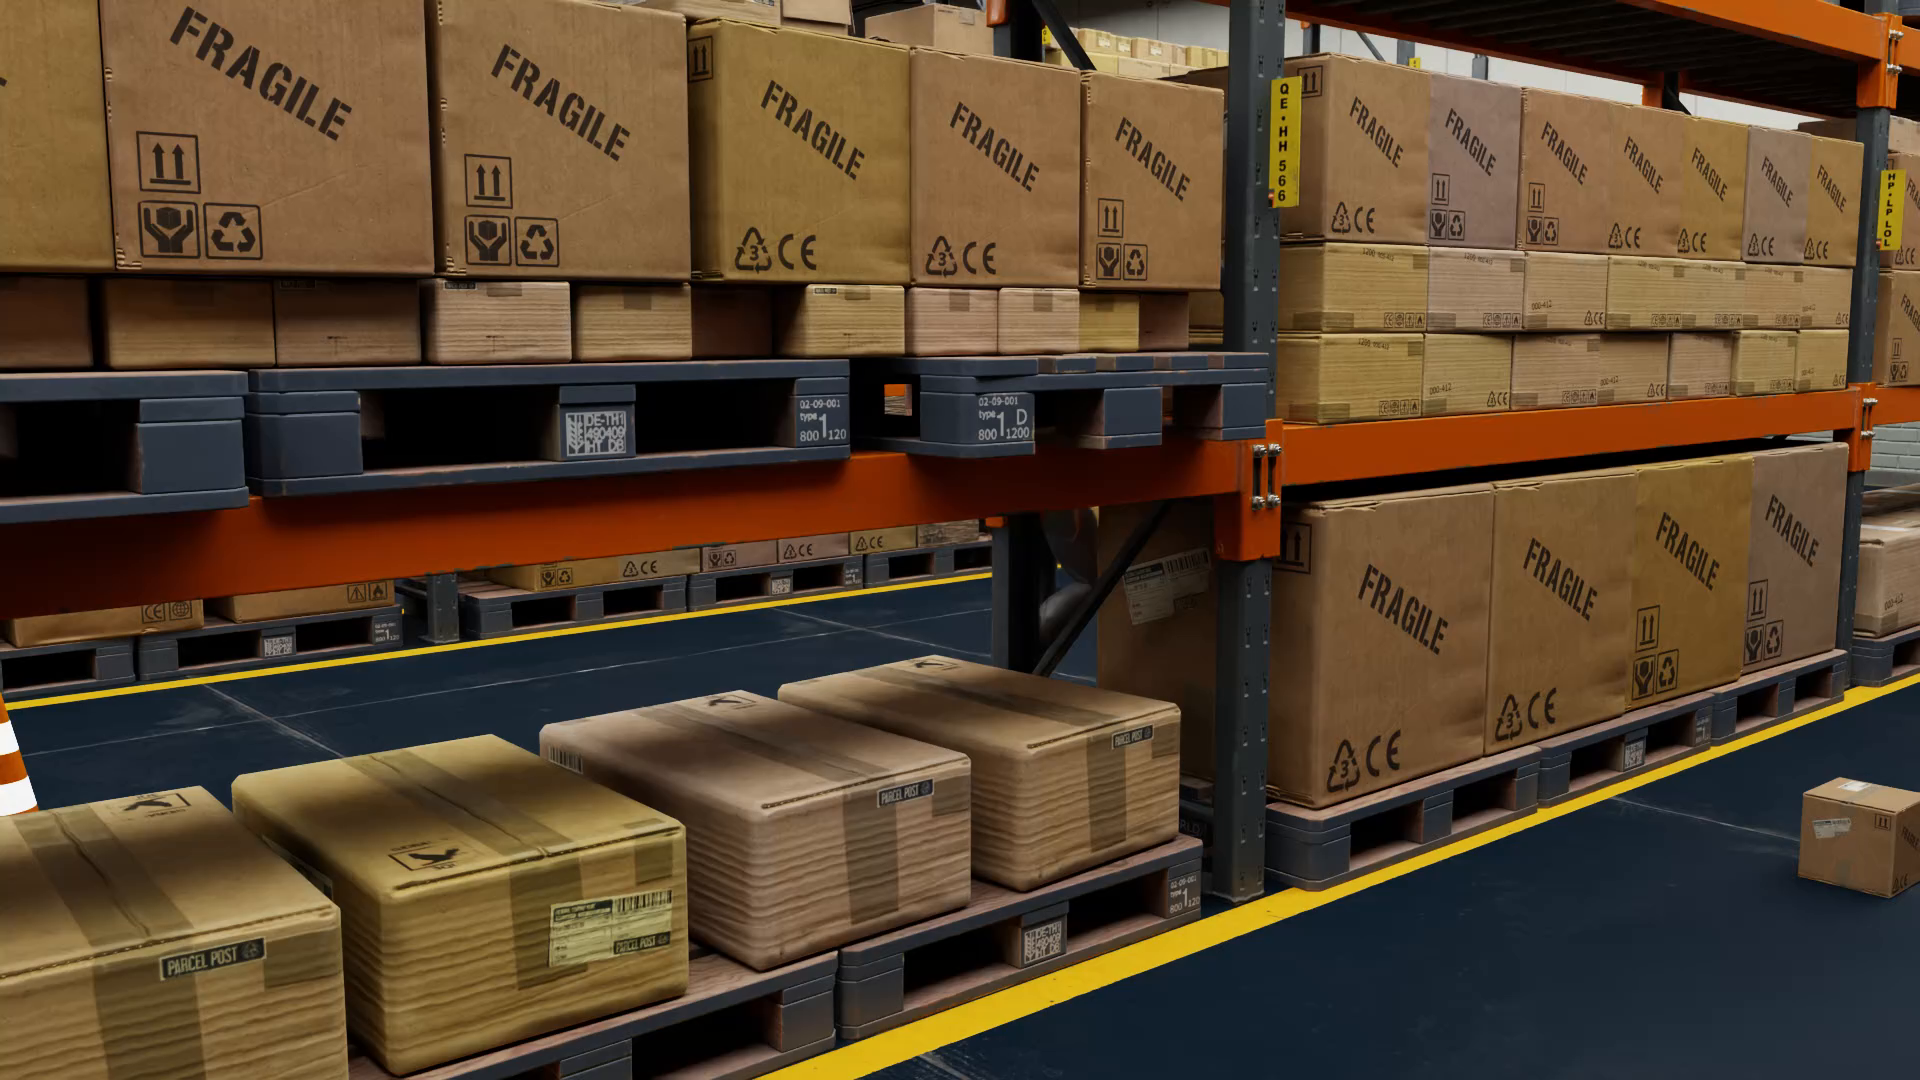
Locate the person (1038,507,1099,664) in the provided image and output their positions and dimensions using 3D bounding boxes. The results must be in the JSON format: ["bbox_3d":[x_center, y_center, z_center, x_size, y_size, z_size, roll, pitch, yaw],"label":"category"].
[{"bbox_3d":[0.315,-0.128,6.689,0.489,1.630,0.461,-6,10,-40],"label":"person"}]
